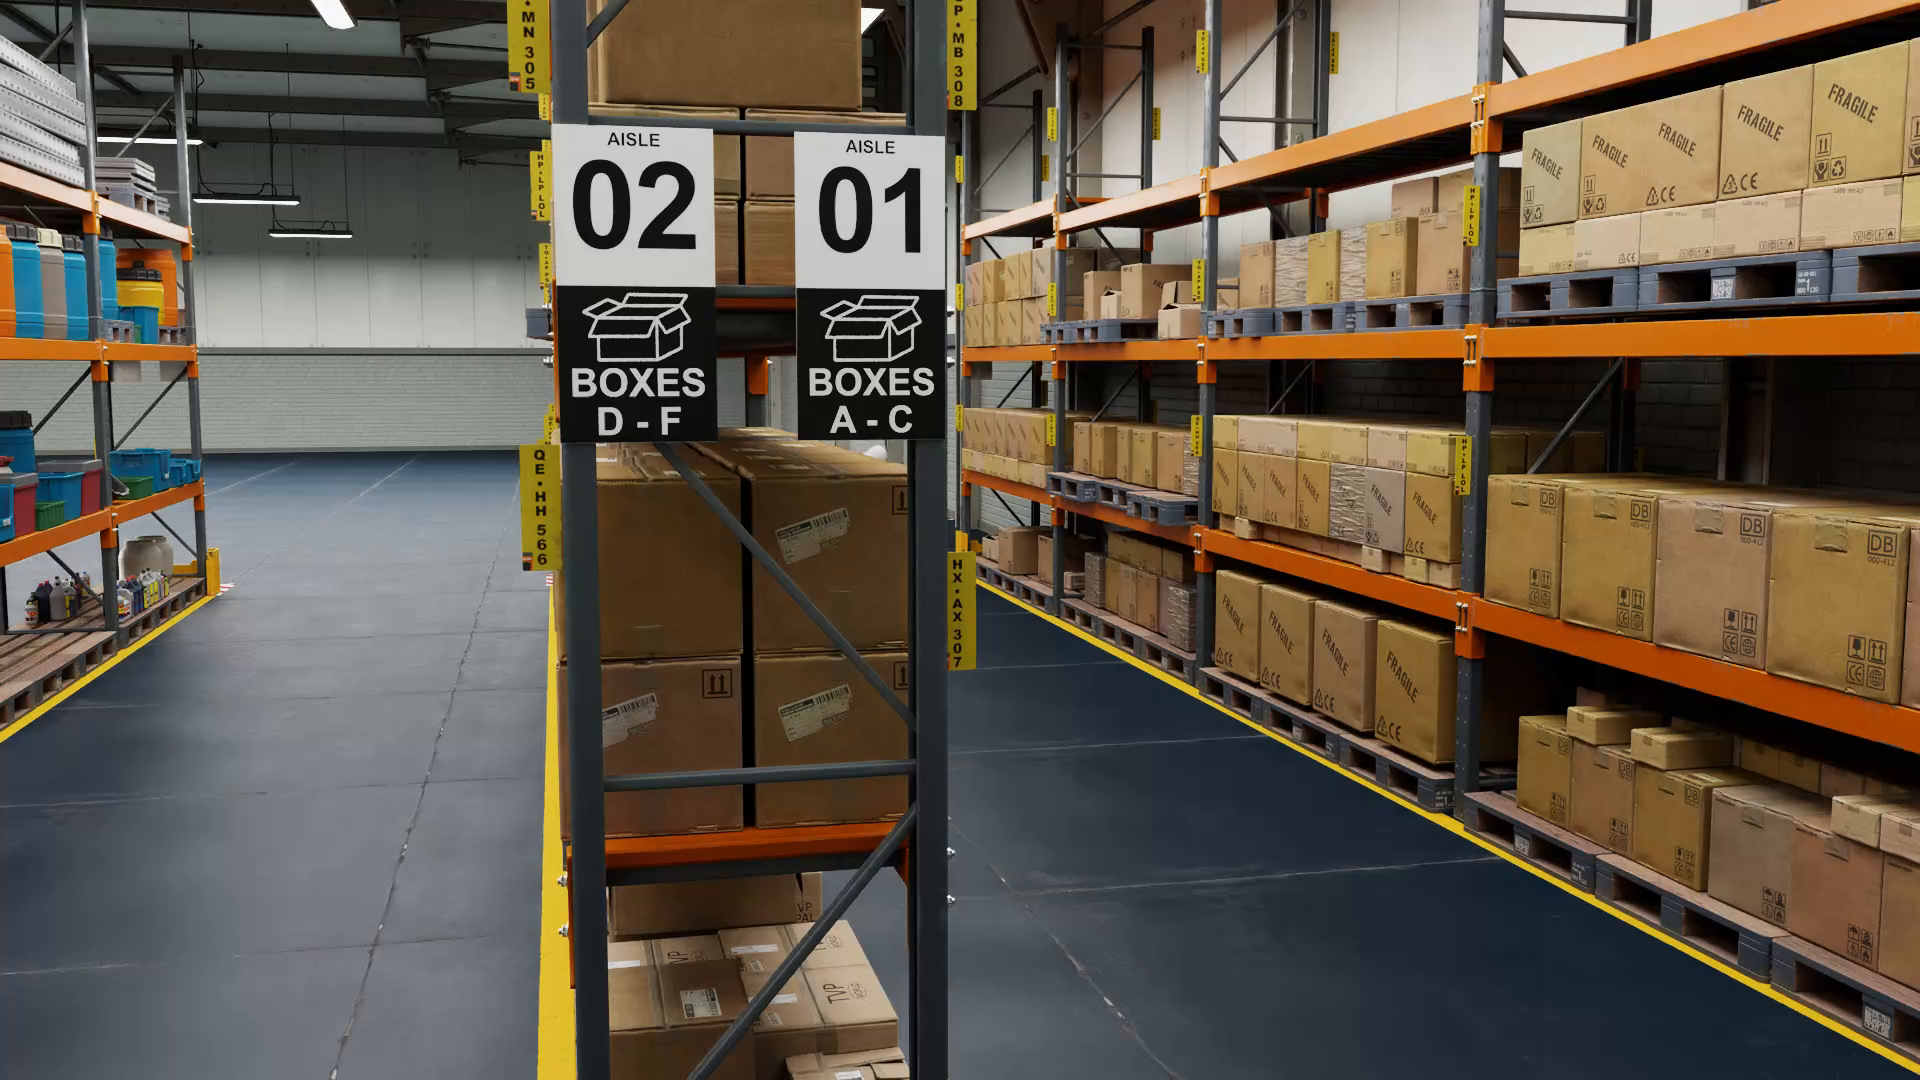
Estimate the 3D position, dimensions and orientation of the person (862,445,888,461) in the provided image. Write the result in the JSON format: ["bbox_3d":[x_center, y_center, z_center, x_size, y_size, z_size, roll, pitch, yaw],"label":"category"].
[{"bbox_3d":[-1.008,-0.084,17.119,0.575,1.778,0.487,-1,6,-13],"label":"person"}]
